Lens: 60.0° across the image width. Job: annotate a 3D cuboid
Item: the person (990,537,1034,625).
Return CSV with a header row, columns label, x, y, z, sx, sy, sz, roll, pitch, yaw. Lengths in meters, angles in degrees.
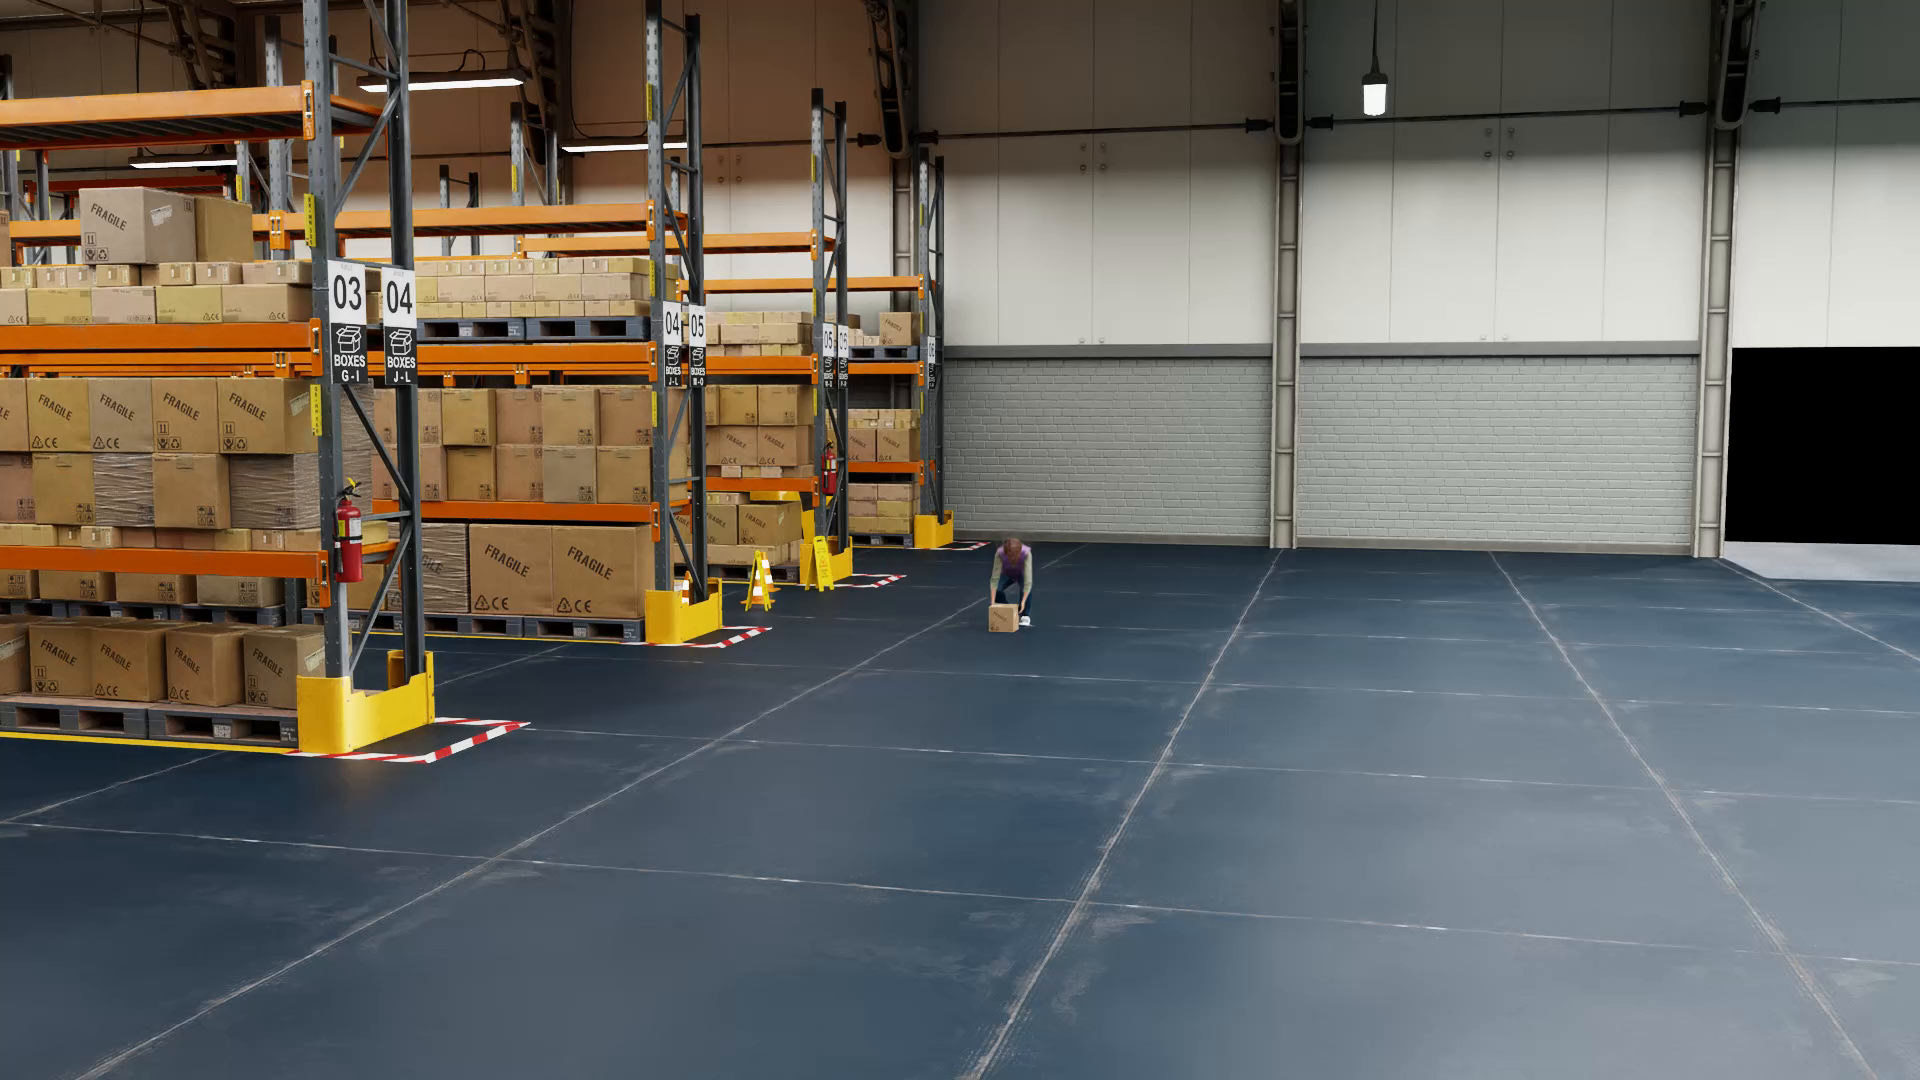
label,x,y,z,sx,sy,sz,roll,pitch,yaw
person,0.550,0.407,16.826,0.448,0.928,0.788,1,5,13
